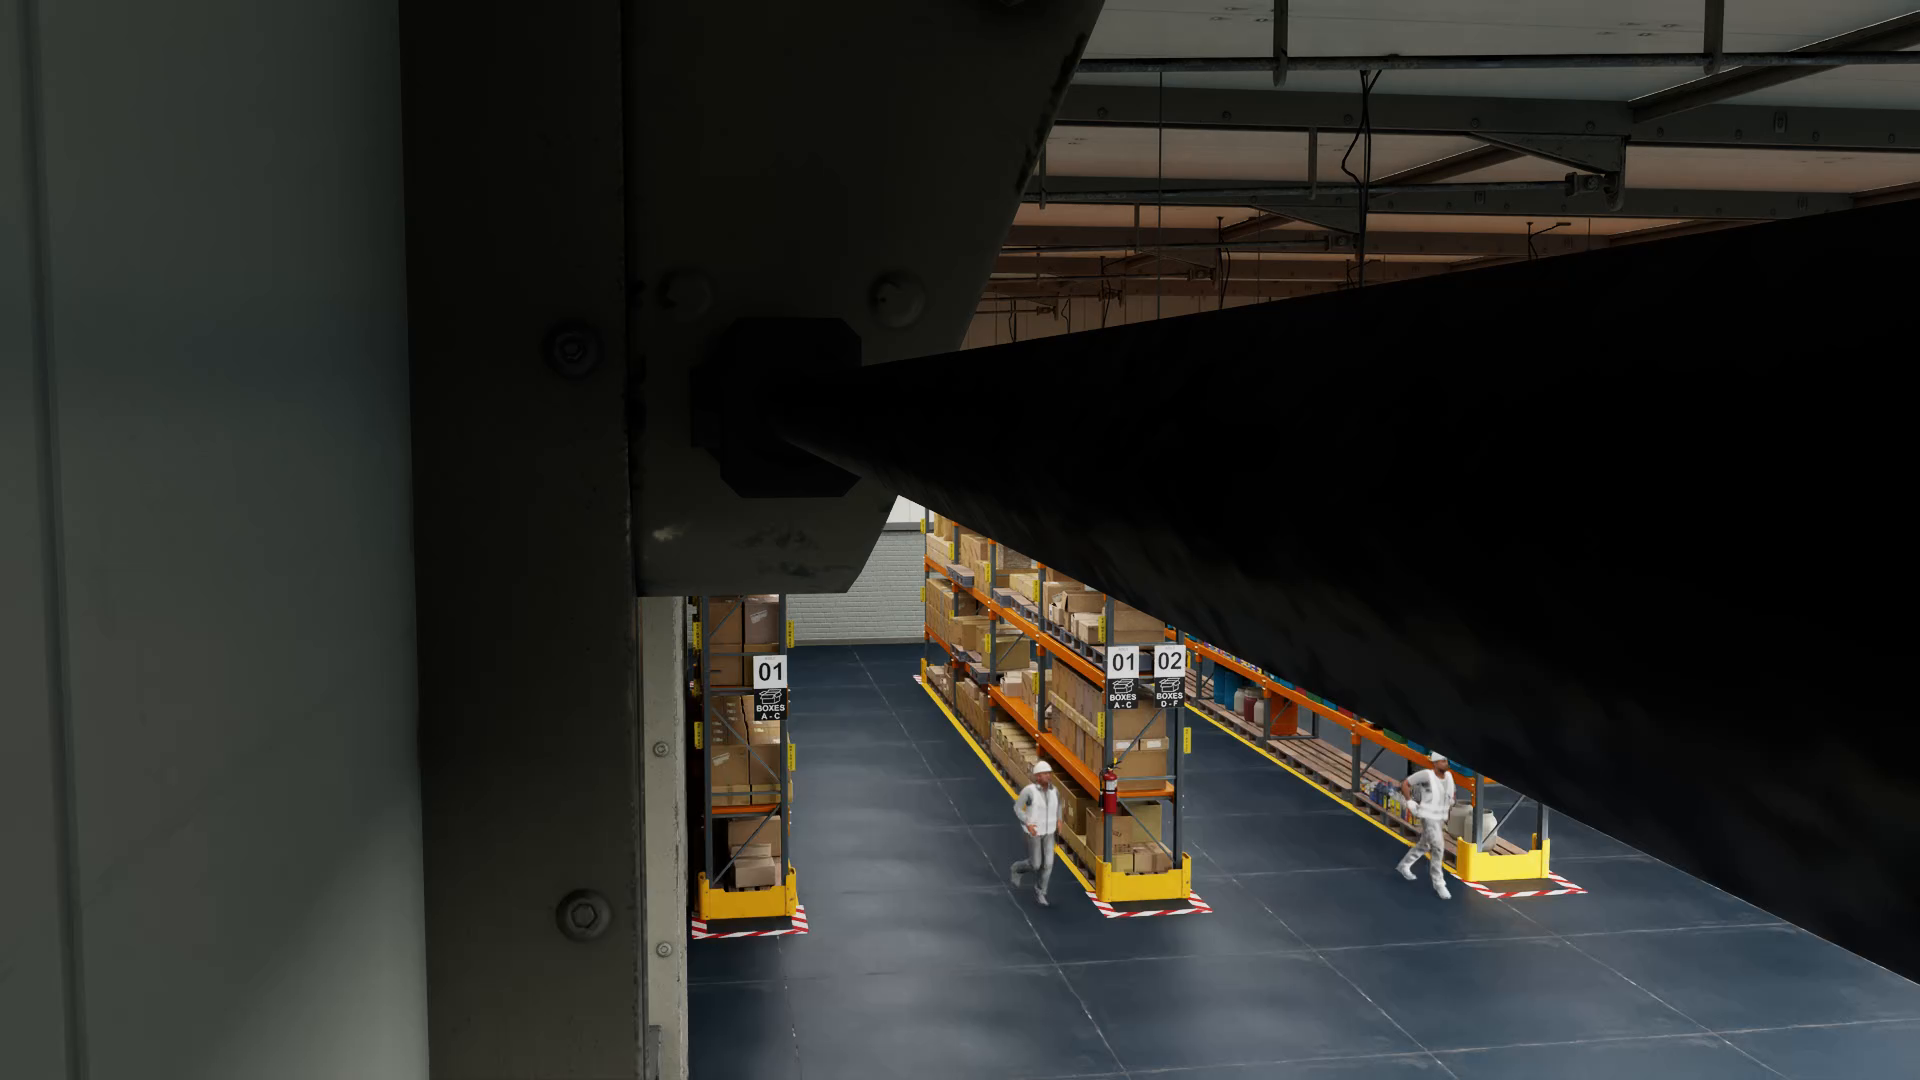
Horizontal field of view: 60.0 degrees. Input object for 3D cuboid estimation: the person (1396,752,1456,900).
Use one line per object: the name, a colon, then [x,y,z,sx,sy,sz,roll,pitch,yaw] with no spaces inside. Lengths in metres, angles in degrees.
person: [6.049,3.573,21.272,0.716,1.799,0.935,-4,6,-38]

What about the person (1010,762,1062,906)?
person: [0.997,3.647,20.876,0.689,1.762,0.685,-3,6,-30]
